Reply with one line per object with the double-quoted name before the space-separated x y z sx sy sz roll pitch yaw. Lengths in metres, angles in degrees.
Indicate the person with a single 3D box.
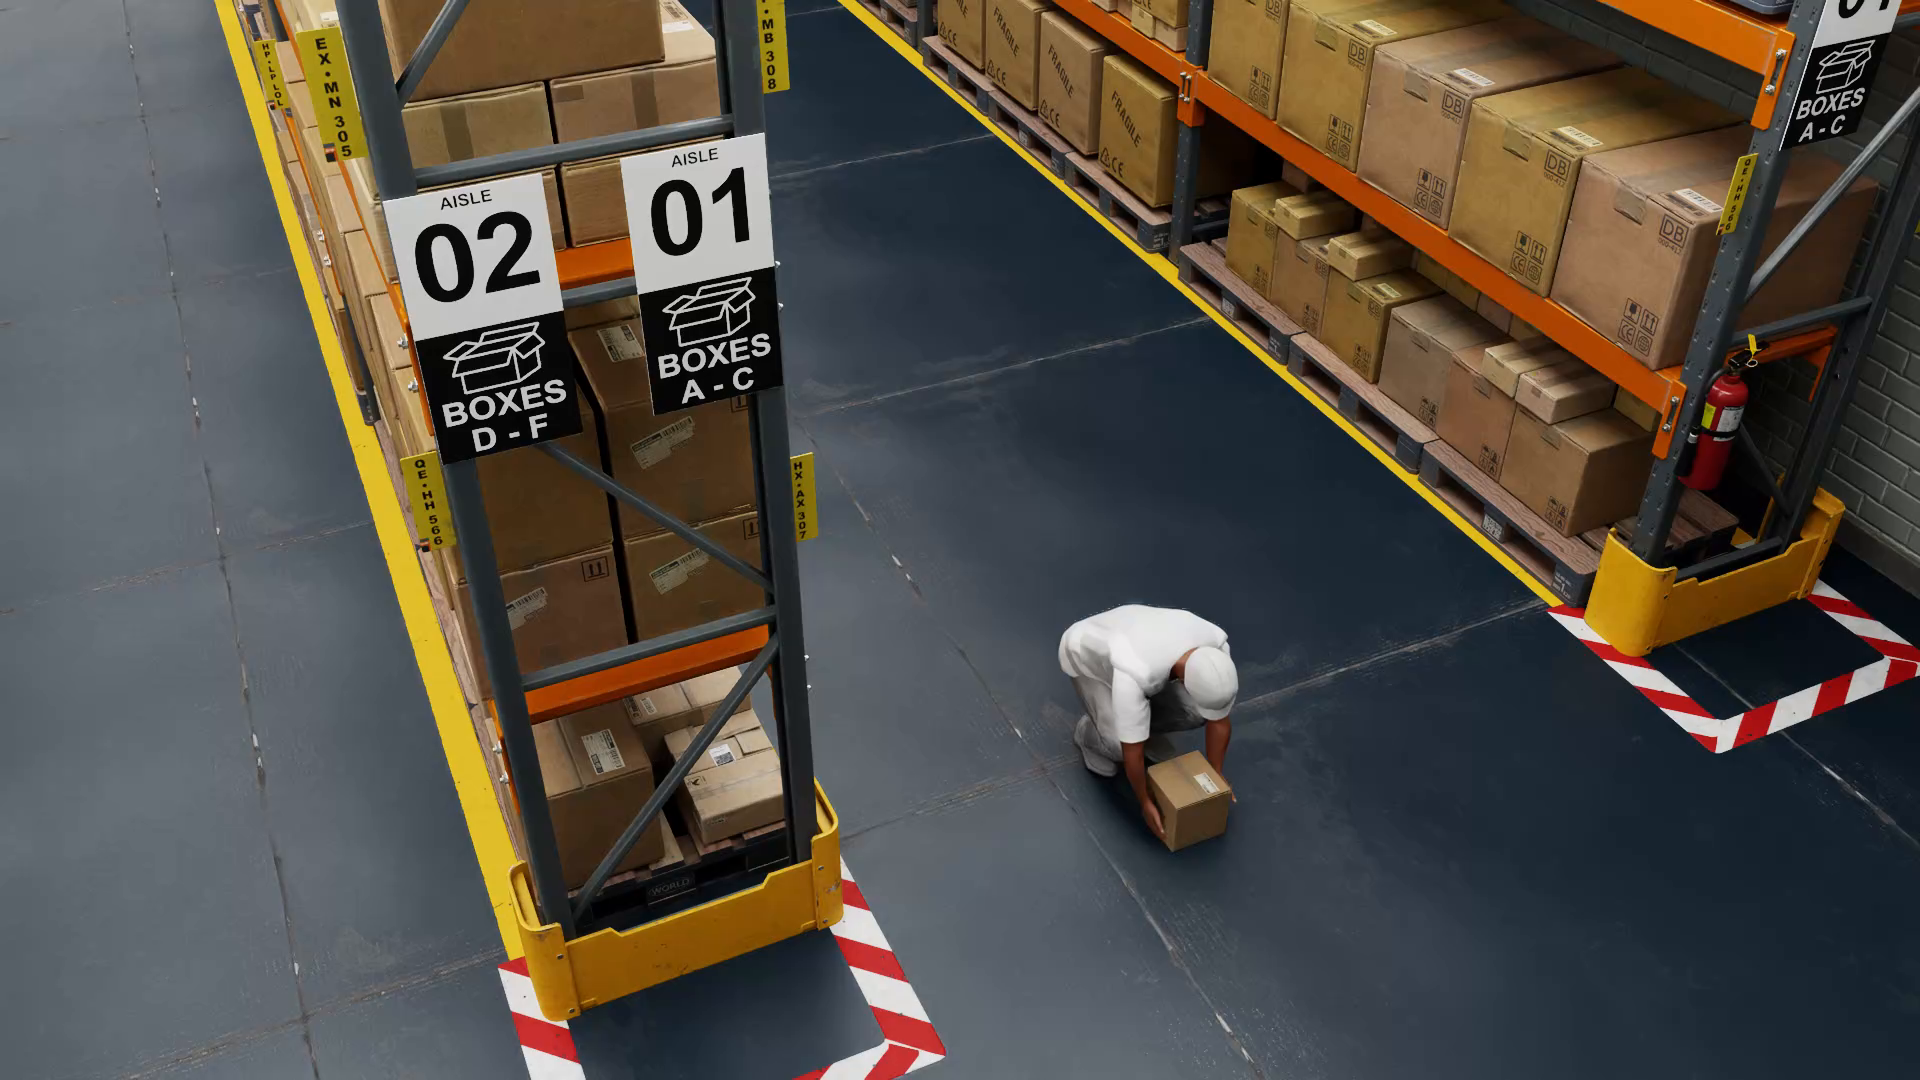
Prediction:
"person" 0.790 0.610 6.771 0.562 0.887 0.897 -16 40 -20
